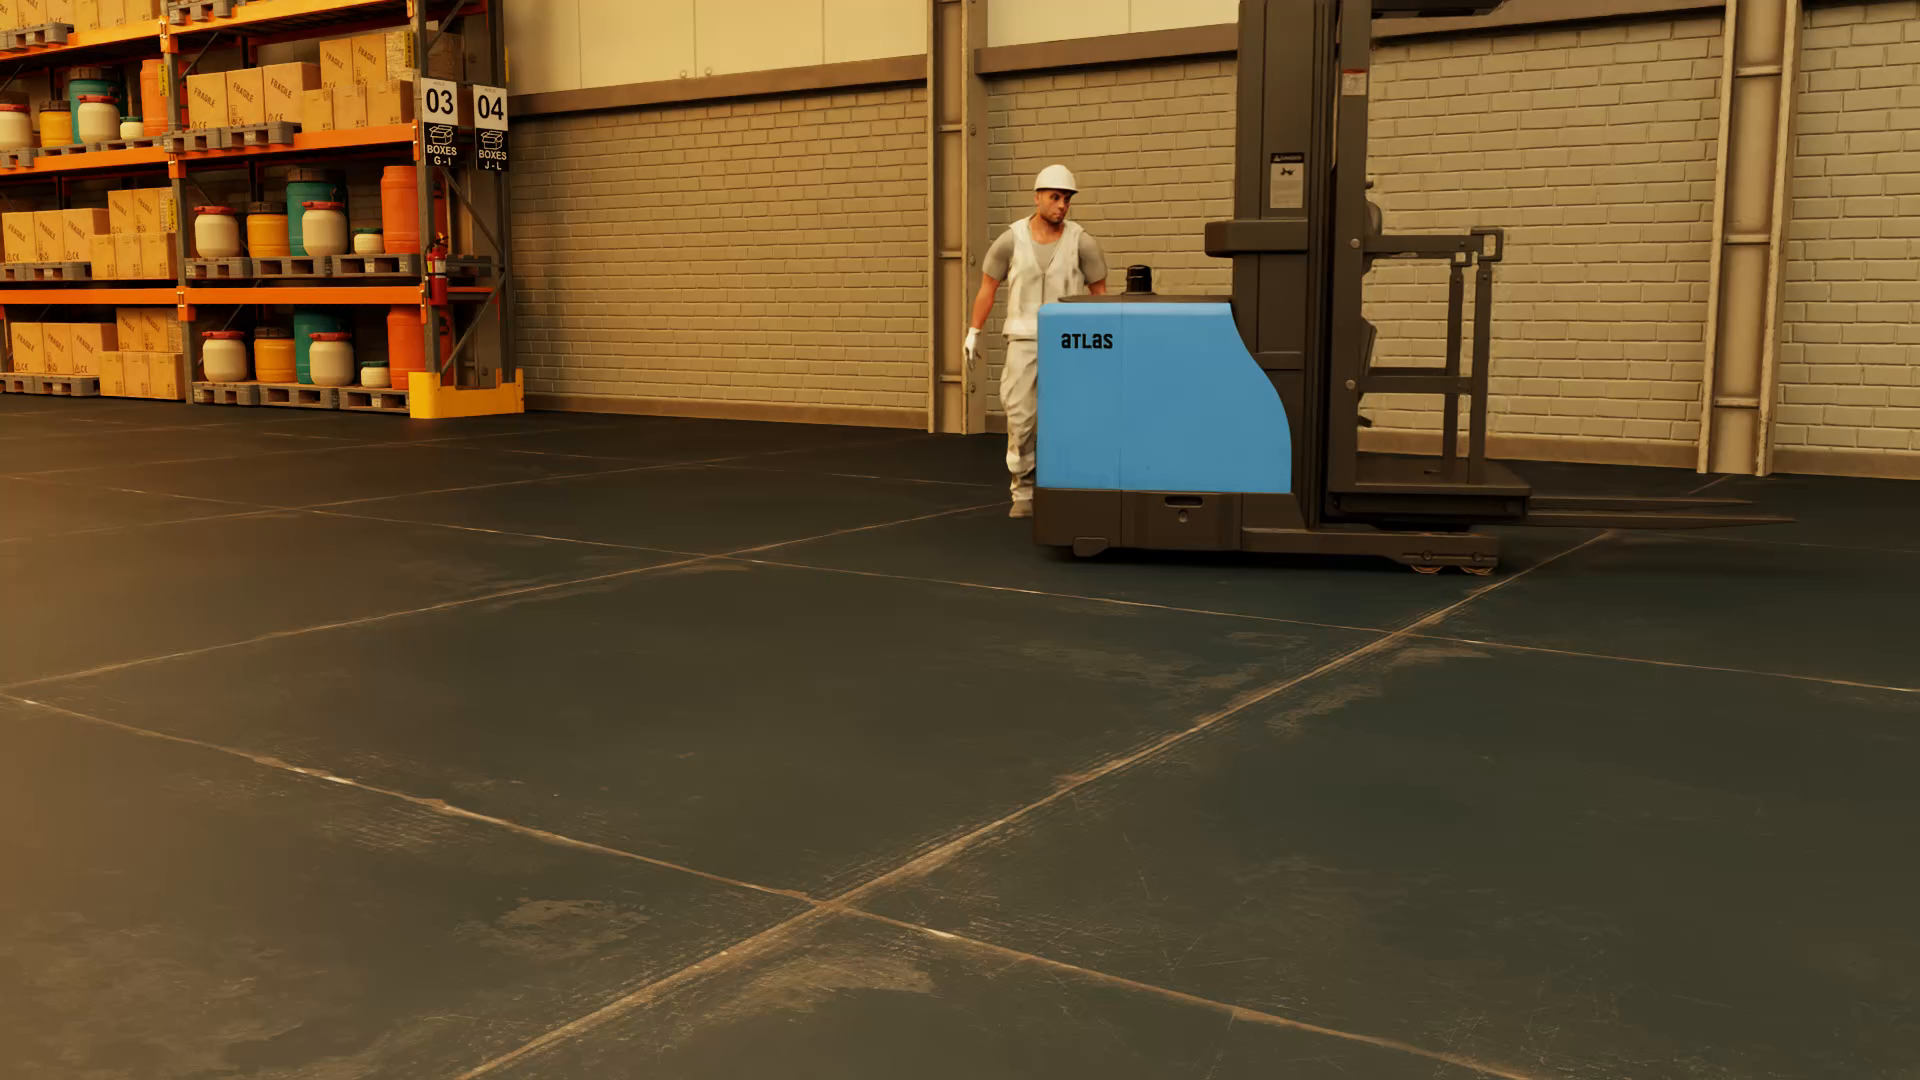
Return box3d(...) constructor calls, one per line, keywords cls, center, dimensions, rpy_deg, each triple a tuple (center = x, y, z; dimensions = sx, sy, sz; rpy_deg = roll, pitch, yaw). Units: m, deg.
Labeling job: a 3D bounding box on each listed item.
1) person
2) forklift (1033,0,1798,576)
box3d(cls="person", center=(0.446, -0.979, 8.314), dimensions=(0.873, 1.749, 0.444), rpy_deg=(0, 8, 2))
box3d(cls="forklift", center=(1.875, -1.391, 6.975), dimensions=(3.031, 2.935, 1.130), rpy_deg=(1, 8, 10))
